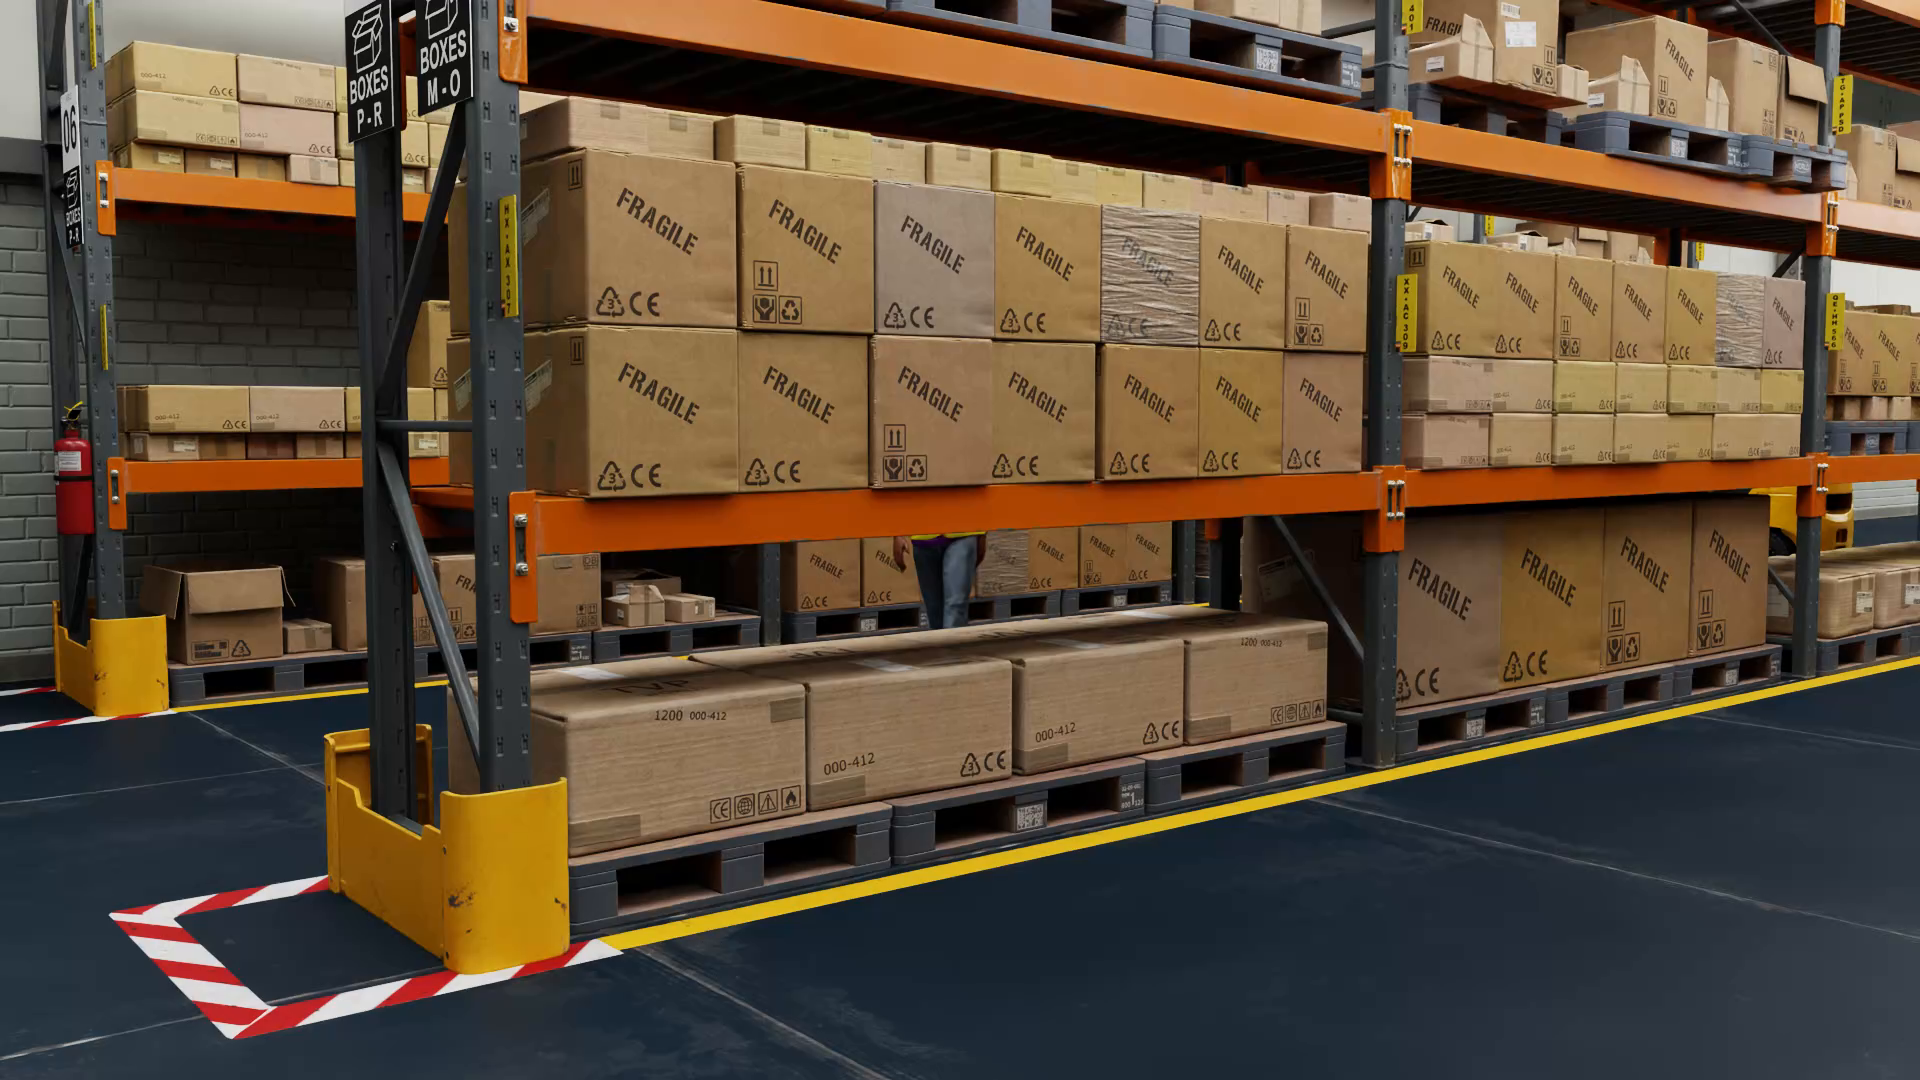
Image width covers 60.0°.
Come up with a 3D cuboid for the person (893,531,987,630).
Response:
[{"bbox_3d":[-0.113,-0.017,9.210,0.555,1.726,1.028,1,4,10],"label":"person"}]
